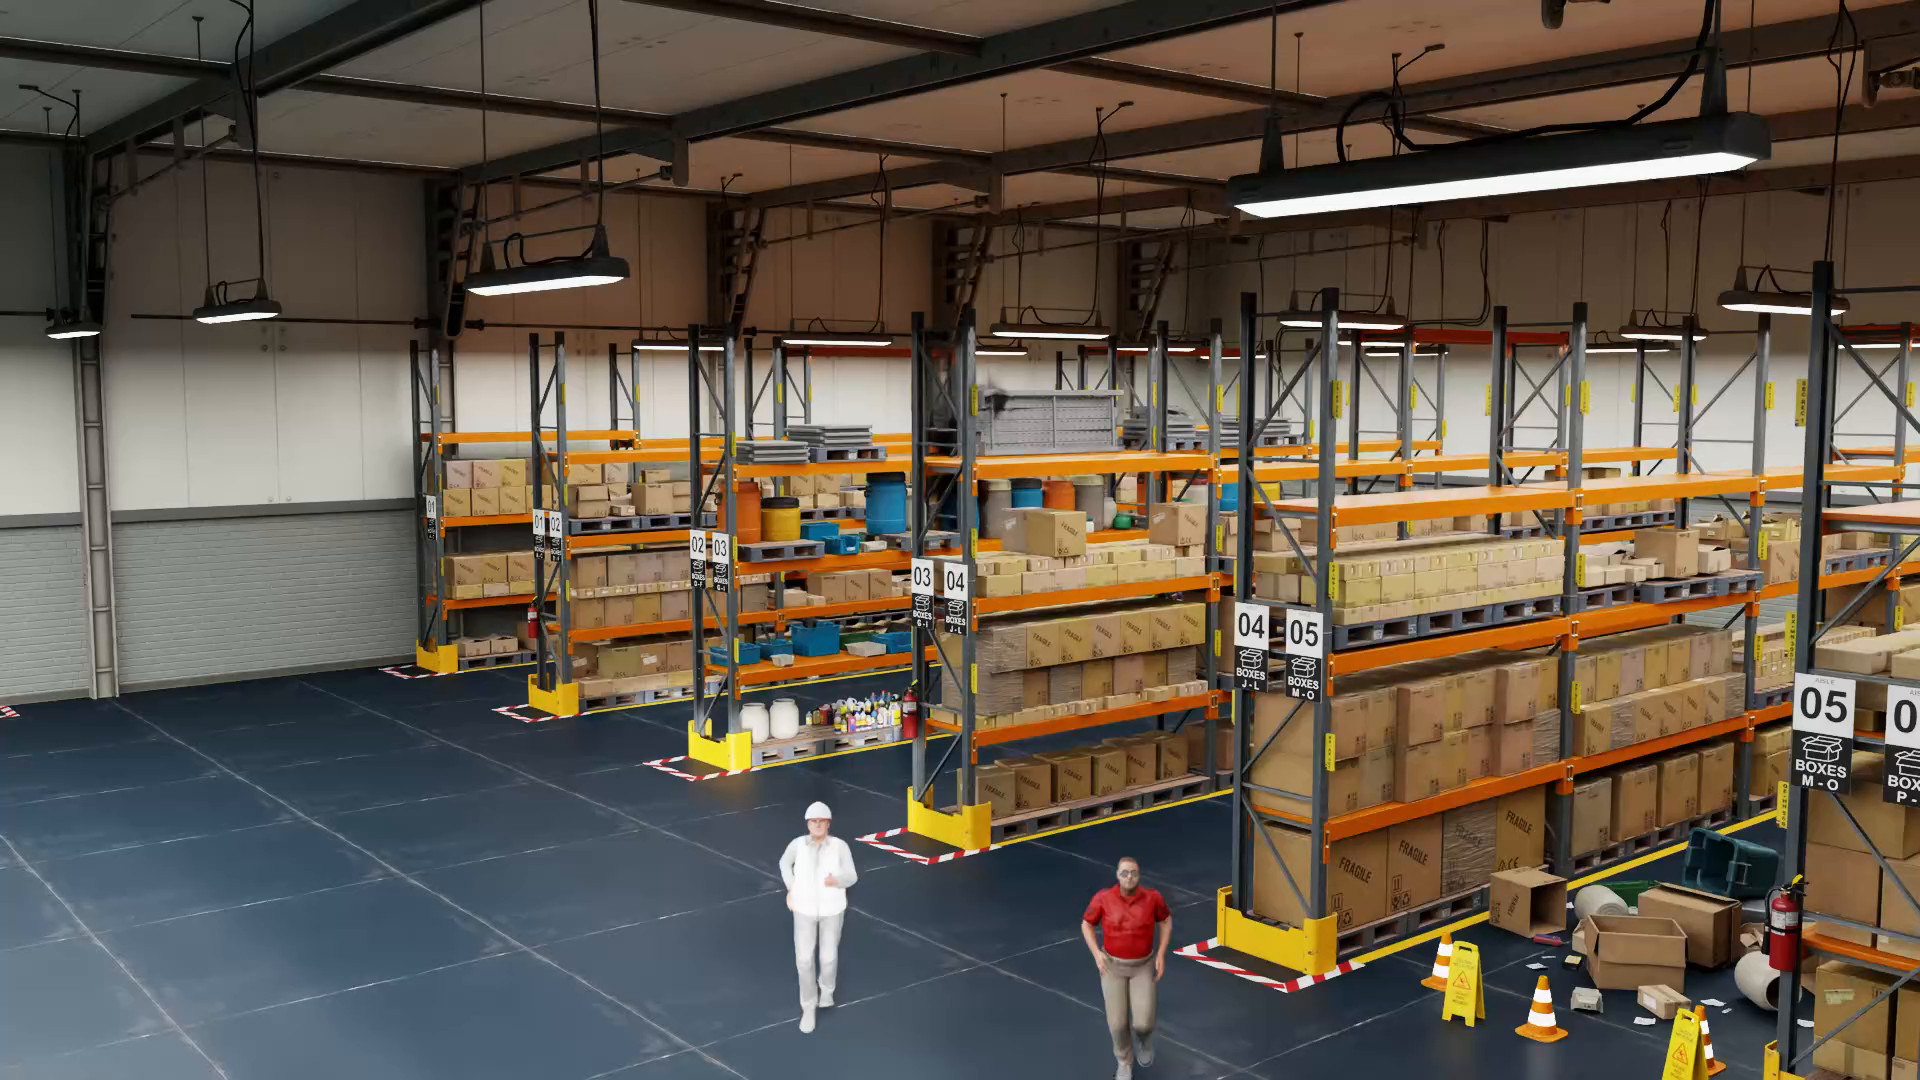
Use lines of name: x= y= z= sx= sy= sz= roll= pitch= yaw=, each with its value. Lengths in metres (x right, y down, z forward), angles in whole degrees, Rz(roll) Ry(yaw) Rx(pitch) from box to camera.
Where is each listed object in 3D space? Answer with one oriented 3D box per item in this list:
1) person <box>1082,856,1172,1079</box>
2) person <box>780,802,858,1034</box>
person: x=1.239 y=3.188 z=12.367 sx=0.675 sy=1.698 sz=0.594 roll=1 pitch=5 yaw=6
person: x=-1.150 y=3.039 z=13.514 sx=0.639 sy=1.831 sz=0.721 roll=0 pitch=5 yaw=-4
